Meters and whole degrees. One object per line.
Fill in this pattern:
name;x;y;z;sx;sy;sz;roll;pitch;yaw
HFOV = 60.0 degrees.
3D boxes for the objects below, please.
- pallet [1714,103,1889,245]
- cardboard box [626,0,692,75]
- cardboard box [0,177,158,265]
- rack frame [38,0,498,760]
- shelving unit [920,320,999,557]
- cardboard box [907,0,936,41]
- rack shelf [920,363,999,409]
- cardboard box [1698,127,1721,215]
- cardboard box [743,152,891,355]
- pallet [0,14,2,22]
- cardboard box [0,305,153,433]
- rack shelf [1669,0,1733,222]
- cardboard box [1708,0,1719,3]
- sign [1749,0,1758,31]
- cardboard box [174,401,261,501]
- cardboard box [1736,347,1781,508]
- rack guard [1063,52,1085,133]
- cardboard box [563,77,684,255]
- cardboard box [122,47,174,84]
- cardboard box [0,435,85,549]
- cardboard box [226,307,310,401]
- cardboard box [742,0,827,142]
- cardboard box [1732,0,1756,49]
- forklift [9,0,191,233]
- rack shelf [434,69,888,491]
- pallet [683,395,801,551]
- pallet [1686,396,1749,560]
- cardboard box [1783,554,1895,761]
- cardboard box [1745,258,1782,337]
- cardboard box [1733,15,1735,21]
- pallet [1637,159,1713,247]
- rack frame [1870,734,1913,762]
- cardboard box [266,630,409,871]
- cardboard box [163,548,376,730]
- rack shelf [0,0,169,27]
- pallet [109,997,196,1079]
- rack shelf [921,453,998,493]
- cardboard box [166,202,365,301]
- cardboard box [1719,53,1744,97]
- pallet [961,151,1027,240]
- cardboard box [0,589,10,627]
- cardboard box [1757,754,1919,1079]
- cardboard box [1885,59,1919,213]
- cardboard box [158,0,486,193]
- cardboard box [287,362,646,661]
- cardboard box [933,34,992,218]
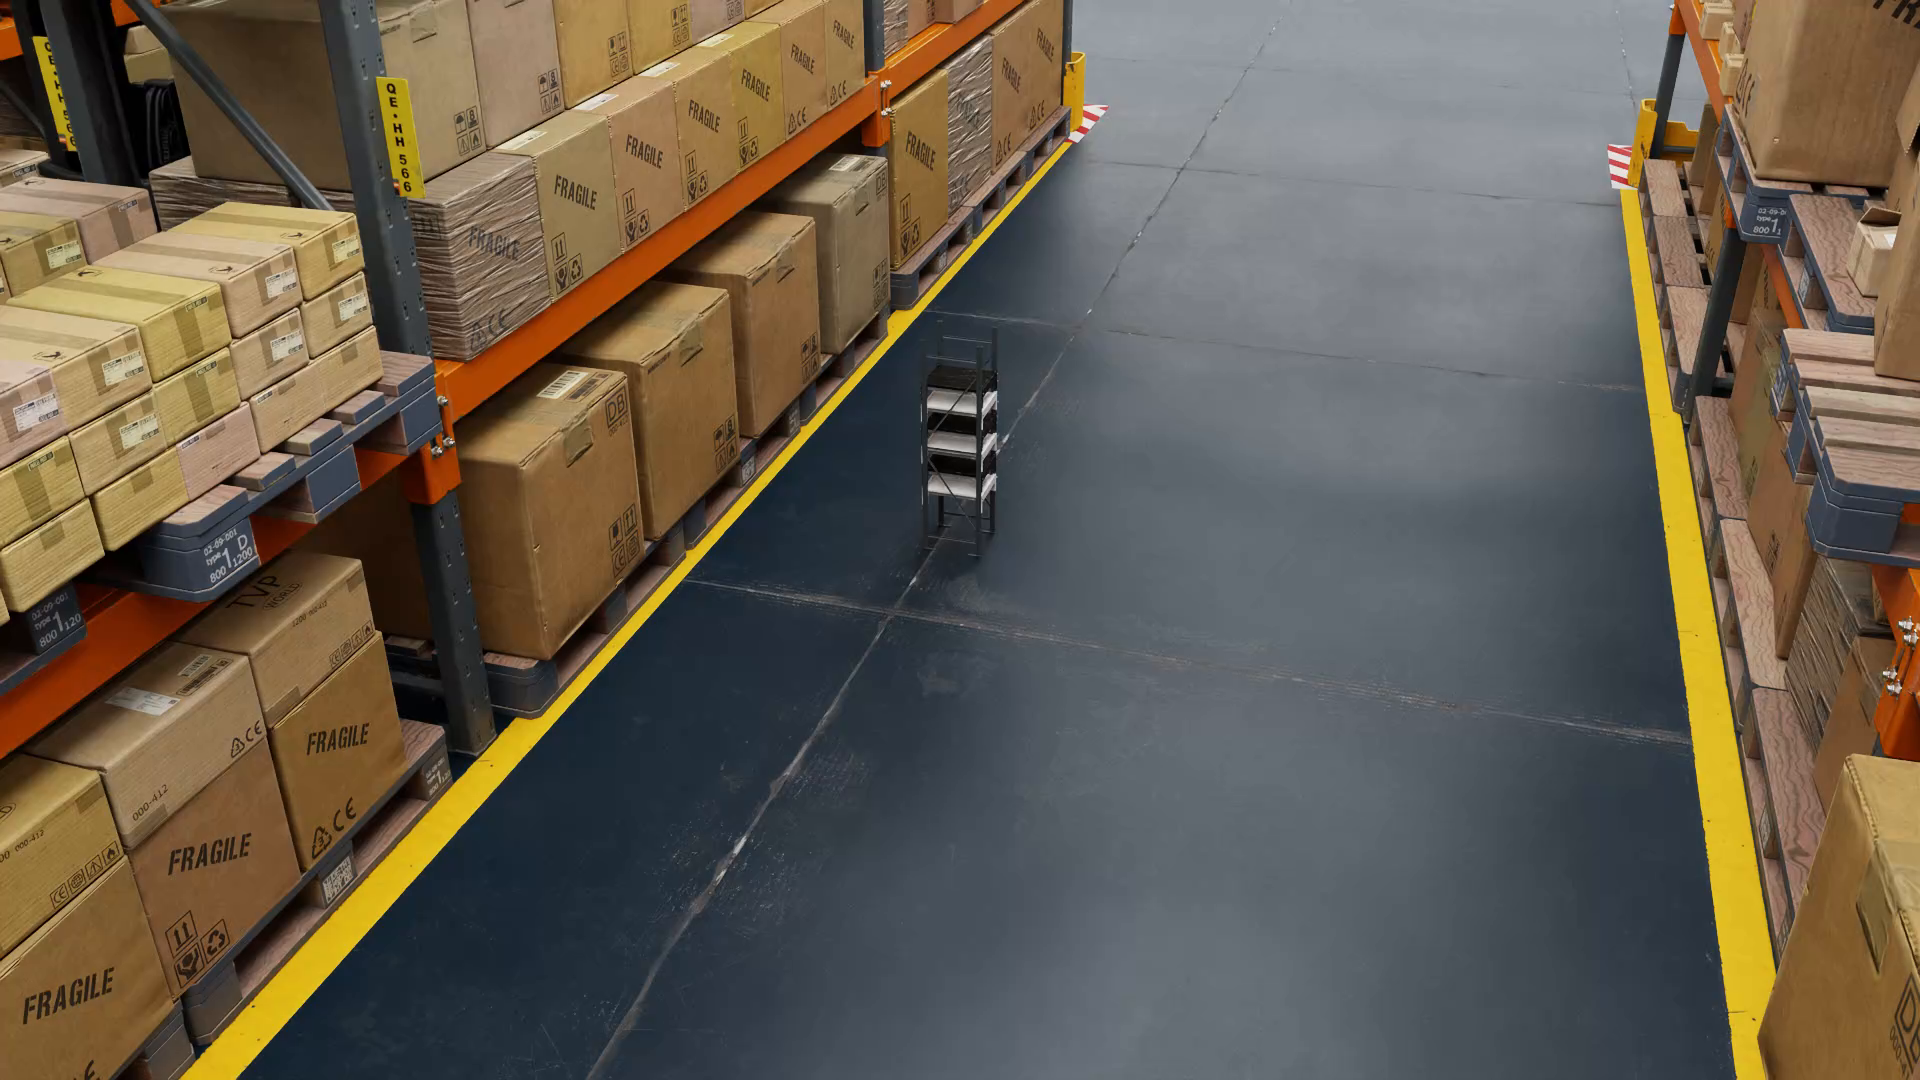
pallet;3.482;-1.377;6.337;1.003;0.211;1.213;8;30;15
cardboard box;-1.454;-2.090;6.291;0.700;0.500;0.500;8;30;14
cardboard box;-2.363;-0.835;4.381;0.380;0.149;0.250;9;30;15
rack frame;-2.041;-0.691;4.906;1.000;3.000;0.127;8;30;15
shelving unit;-0.002;-0.389;6.524;0.258;0.900;0.210;8;30;15
cardboard box;-0.630;-3.047;8.988;0.875;0.550;0.550;8;30;15
rack shelf;-0.002;-0.596;6.409;0.258;0.077;0.200;8;30;15
cardboard box;4.677;-2.175;9.713;0.500;0.500;0.500;17;33;28
cardboard box;-0.963;-1.449;8.151;1.050;0.750;0.750;8;30;15
pallet;-5.992;-2.791;8.879;1.003;0.211;1.213;8;30;15
cardboard box;-1.974;-0.369;3.542;0.380;0.149;0.250;9;30;16
rack shelf;4.432;-2.410;8.737;1.077;0.370;4.000;8;30;15
cardboard box;4.394;-2.984;9.287;0.380;0.149;0.250;8;30;15
sign;3.324;-2.247;6.814;0.100;0.325;0.005;8;30;15
cardboard box;-1.896;-0.235;3.913;0.380;0.149;0.250;9;30;16
cardboard box;3.486;-0.394;6.491;0.700;0.500;0.500;8;30;15
rack guard;0.314;-3.327;12.217;1.175;0.500;0.348;8;30;15
cardboard box;-1.356;-1.376;6.035;0.500;0.500;0.500;8;30;15
cardboard box;-5.197;-2.754;10.241;0.500;0.500;0.500;10;31;17
cardboard box;-2.051;-0.122;3.403;0.380;0.149;0.250;8;30;15
cardboard box;-1.827;-0.476;4.040;0.380;0.149;0.250;10;31;17
cardboard box;-0.913;-2.078;7.297;0.500;0.500;0.500;8;30;14
cardboard box;4.267;-2.643;8.007;0.875;0.500;0.500;8;30;15
forklift;-2.965;-1.806;6.982;1.130;2.935;3.031;9;30;15
rack shelf;-1.454;-1.306;6.752;1.077;0.370;4.000;8;30;15
pallet;-1.378;-0.393;7.239;1.003;0.211;1.213;8;30;15
pallet;3.618;-0.214;6.918;1.003;0.211;1.213;8;30;15
cardboard box;2.999;0.390;5.082;0.700;0.500;0.500;6;30;11
cardboard box;4.001;-1.066;7.721;0.500;0.500;0.500;8;30;13
cardboard box;4.228;-2.627;8.646;0.380;0.149;0.250;8;30;15
pallet;4.724;-2.028;10.178;1.003;0.211;1.213;8;30;15
rack frame;2.671;0.064;3.550;1.000;3.000;0.127;8;30;15
cardboard box;-1.984;0.561;4.795;0.500;0.500;0.500;8;30;15
cardboard box;-1.991;0.245;4.591;0.500;0.250;0.500;8;30;14
rack shelf;-5.042;-3.824;11.279;1.077;0.370;4.000;8;30;15
pallet;-2.632;1.456;3.916;1.003;0.211;1.213;8;30;15
rack shelf;-0.002;-0.282;6.584;0.258;0.077;0.200;8;30;15
cardboard box;-1.747;-0.731;4.194;0.380;0.149;0.250;7;30;13
cardboard box;3.807;-2.182;7.845;0.380;0.149;0.250;8;30;15
pallet;-0.213;-2.242;10.564;1.003;0.211;1.213;8;30;15
cardboard box;-2.128;0.126;3.265;0.380;0.149;0.250;9;30;16
cardboard box;2.448;1.127;3.393;1.225;0.875;0.875;7;30;13
cardboard box;3.424;-1.205;5.292;0.797;0.503;0.637;12;31;20
cardboard box;-1.900;-1.379;5.012;0.700;0.500;0.500;8;30;15
cardboard box;-1.776;-0.161;5.837;1.050;0.750;0.750;8;30;14
cardboard box;-0.354;-2.507;9.924;0.875;0.875;0.875;9;30;15
